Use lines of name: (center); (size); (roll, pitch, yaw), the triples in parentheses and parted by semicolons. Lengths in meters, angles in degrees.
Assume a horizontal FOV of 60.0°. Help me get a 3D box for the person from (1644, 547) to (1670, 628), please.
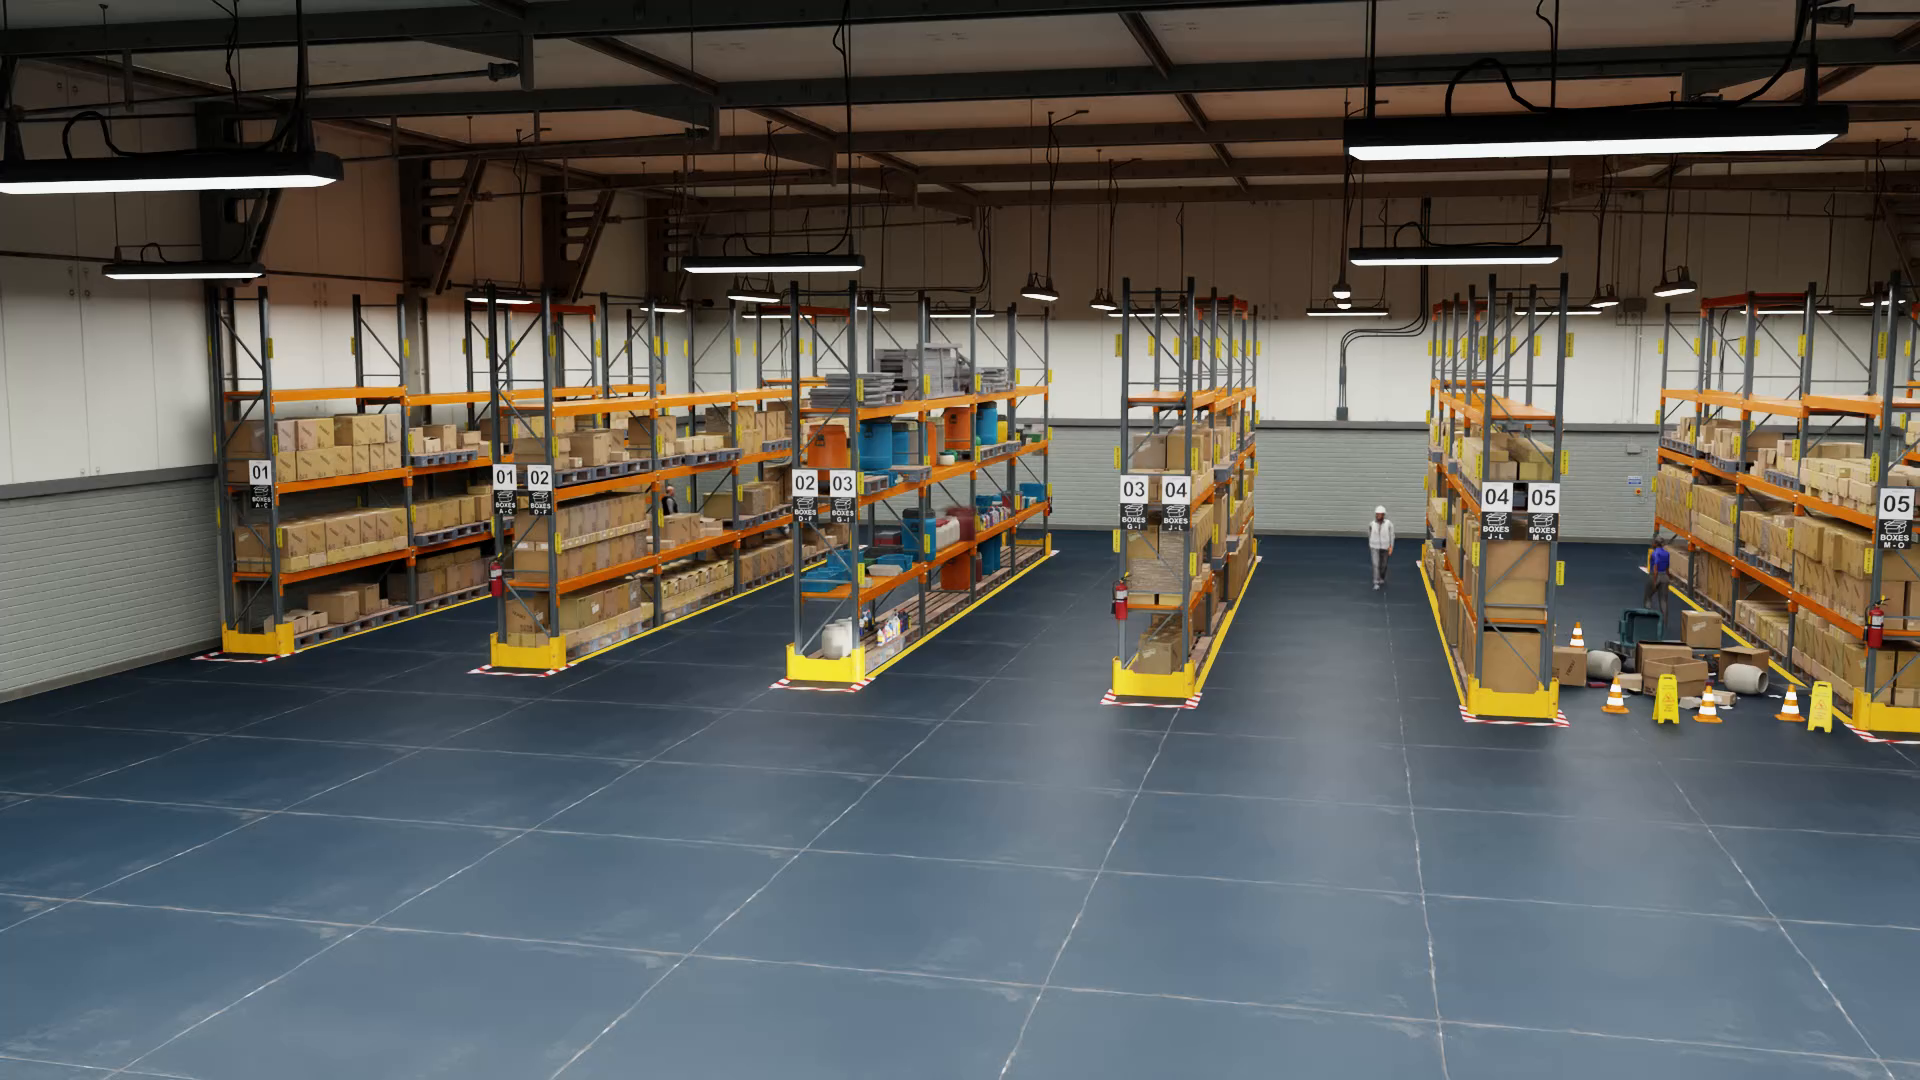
person: (12.550, 0.882, 29.854); (0.453, 1.503, 0.548); (0, 7, -3)

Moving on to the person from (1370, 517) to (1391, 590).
person: (8.784, 0.265, 34.729); (0.446, 1.488, 1.055); (1, 7, 11)

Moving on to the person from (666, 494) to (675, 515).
person: (-6.948, -0.367, 39.790); (0.380, 1.454, 0.601); (-4, 8, -29)

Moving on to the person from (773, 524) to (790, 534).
person: (-4.783, -1.010, 44.732); (1.003, 1.758, 0.537); (6, 9, 40)
